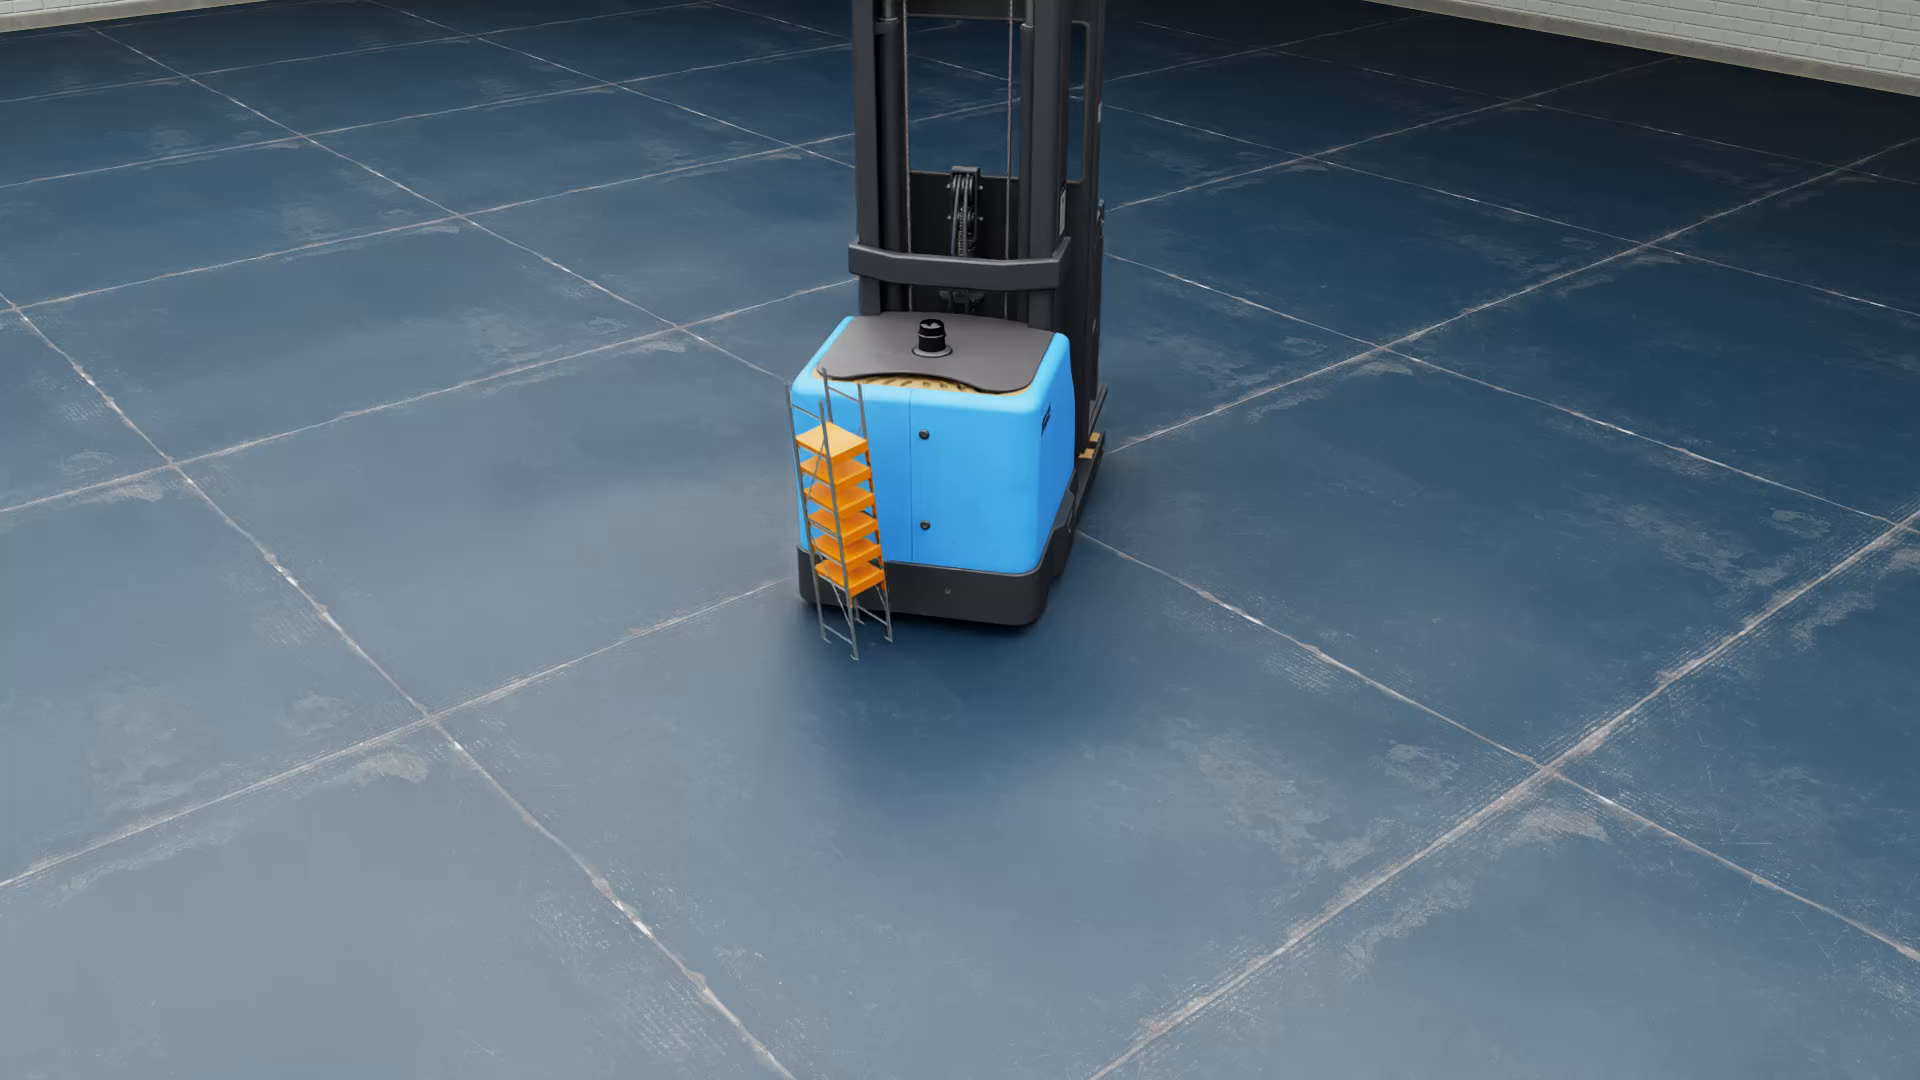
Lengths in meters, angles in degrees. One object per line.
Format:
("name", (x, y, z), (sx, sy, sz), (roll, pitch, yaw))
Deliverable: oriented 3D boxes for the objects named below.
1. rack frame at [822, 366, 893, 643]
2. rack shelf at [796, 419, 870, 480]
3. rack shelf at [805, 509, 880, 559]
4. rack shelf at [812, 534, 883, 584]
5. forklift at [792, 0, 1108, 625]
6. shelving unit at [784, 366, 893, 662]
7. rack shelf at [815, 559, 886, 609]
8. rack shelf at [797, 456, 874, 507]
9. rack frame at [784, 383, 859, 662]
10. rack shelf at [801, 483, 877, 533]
("rack frame", (-0.406, -0.123, 6.671), (0.006, 1.200, 0.240), (-28, 39, -32))
("rack shelf", (-0.500, -0.352, 6.456), (0.180, 0.103, 0.258), (-28, 39, -32))
("rack shelf", (-0.471, -0.049, 6.647), (0.180, 0.103, 0.258), (-28, 39, -32))
("rack shelf", (-0.462, 0.053, 6.710), (0.180, 0.103, 0.258), (-28, 39, -32))
("forklift", (0.124, -1.613, 7.658), (1.130, 2.935, 3.031), (6, 29, 11))
("shelving unit", (-0.475, -0.086, 6.623), (0.189, 1.200, 0.258), (-28, 39, -32))
("rack shelf", (-0.452, 0.154, 6.774), (0.180, 0.103, 0.258), (-28, 39, -32))
("rack shelf", (-0.490, -0.251, 6.519), (0.180, 0.103, 0.258), (-28, 39, -32))
("rack frame", (-0.543, -0.049, 6.575), (0.006, 1.200, 0.240), (-28, 39, -32))
("rack shelf", (-0.481, -0.150, 6.583), (0.180, 0.103, 0.258), (-28, 39, -32))
